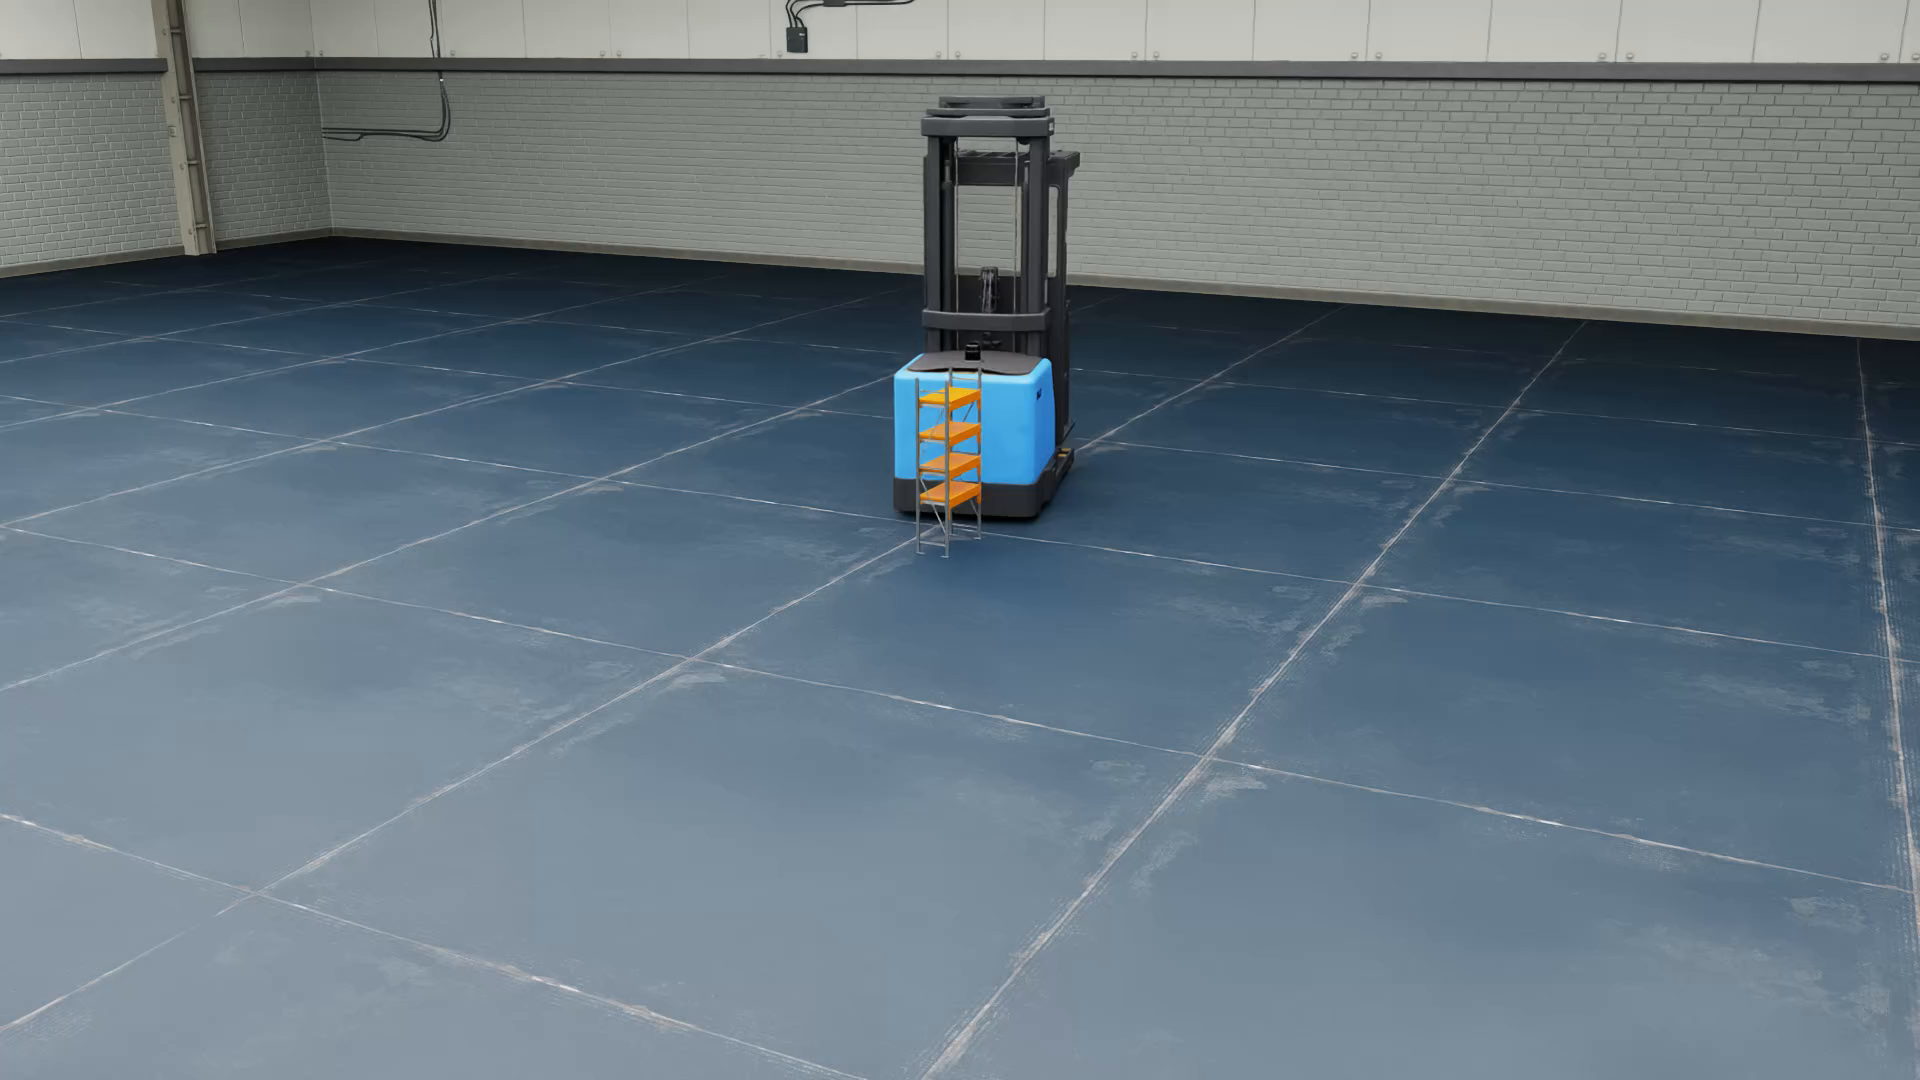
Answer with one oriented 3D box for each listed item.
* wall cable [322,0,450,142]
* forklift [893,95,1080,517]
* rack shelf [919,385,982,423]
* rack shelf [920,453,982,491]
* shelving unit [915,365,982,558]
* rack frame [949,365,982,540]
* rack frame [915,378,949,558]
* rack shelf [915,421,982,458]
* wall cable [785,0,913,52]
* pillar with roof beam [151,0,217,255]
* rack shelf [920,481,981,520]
[{"bbox_3d":[-10.029,-8.131,28.549,3.097,2.526,0.112,8,18,25],"label":"wall cable"},{"bbox_3d":[0.315,-1.943,12.917,1.130,2.935,3.031,3,17,11],"label":"forklift"},{"bbox_3d":[-0.074,-0.910,11.100,0.258,0.148,0.480,8,18,25],"label":"rack shelf"},{"bbox_3d":[-0.074,-0.469,11.231,0.258,0.148,0.480,8,18,25],"label":"rack shelf"},{"bbox_3d":[-0.074,-0.533,11.212,0.258,1.200,0.503,8,18,25],"label":"shelving unit"},{"bbox_3d":[0.035,-0.595,11.421,0.240,1.200,0.015,8,18,25],"label":"rack frame"},{"bbox_3d":[-0.183,-0.471,11.002,0.240,1.200,0.015,8,18,25],"label":"rack frame"},{"bbox_3d":[-0.074,-0.683,11.167,0.258,0.148,0.480,8,18,25],"label":"rack shelf"},{"bbox_3d":[-1.543,-10.038,23.542,2.305,6.003,0.169,8,18,25],"label":"wall cable"},{"bbox_3d":[-8.677,-8.490,24.303,9.100,9.000,0.400,8,18,25],"label":"pillar with roof beam"},{"bbox_3d":[-0.074,-0.278,11.287,0.258,0.148,0.480,8,18,25],"label":"rack shelf"}]
